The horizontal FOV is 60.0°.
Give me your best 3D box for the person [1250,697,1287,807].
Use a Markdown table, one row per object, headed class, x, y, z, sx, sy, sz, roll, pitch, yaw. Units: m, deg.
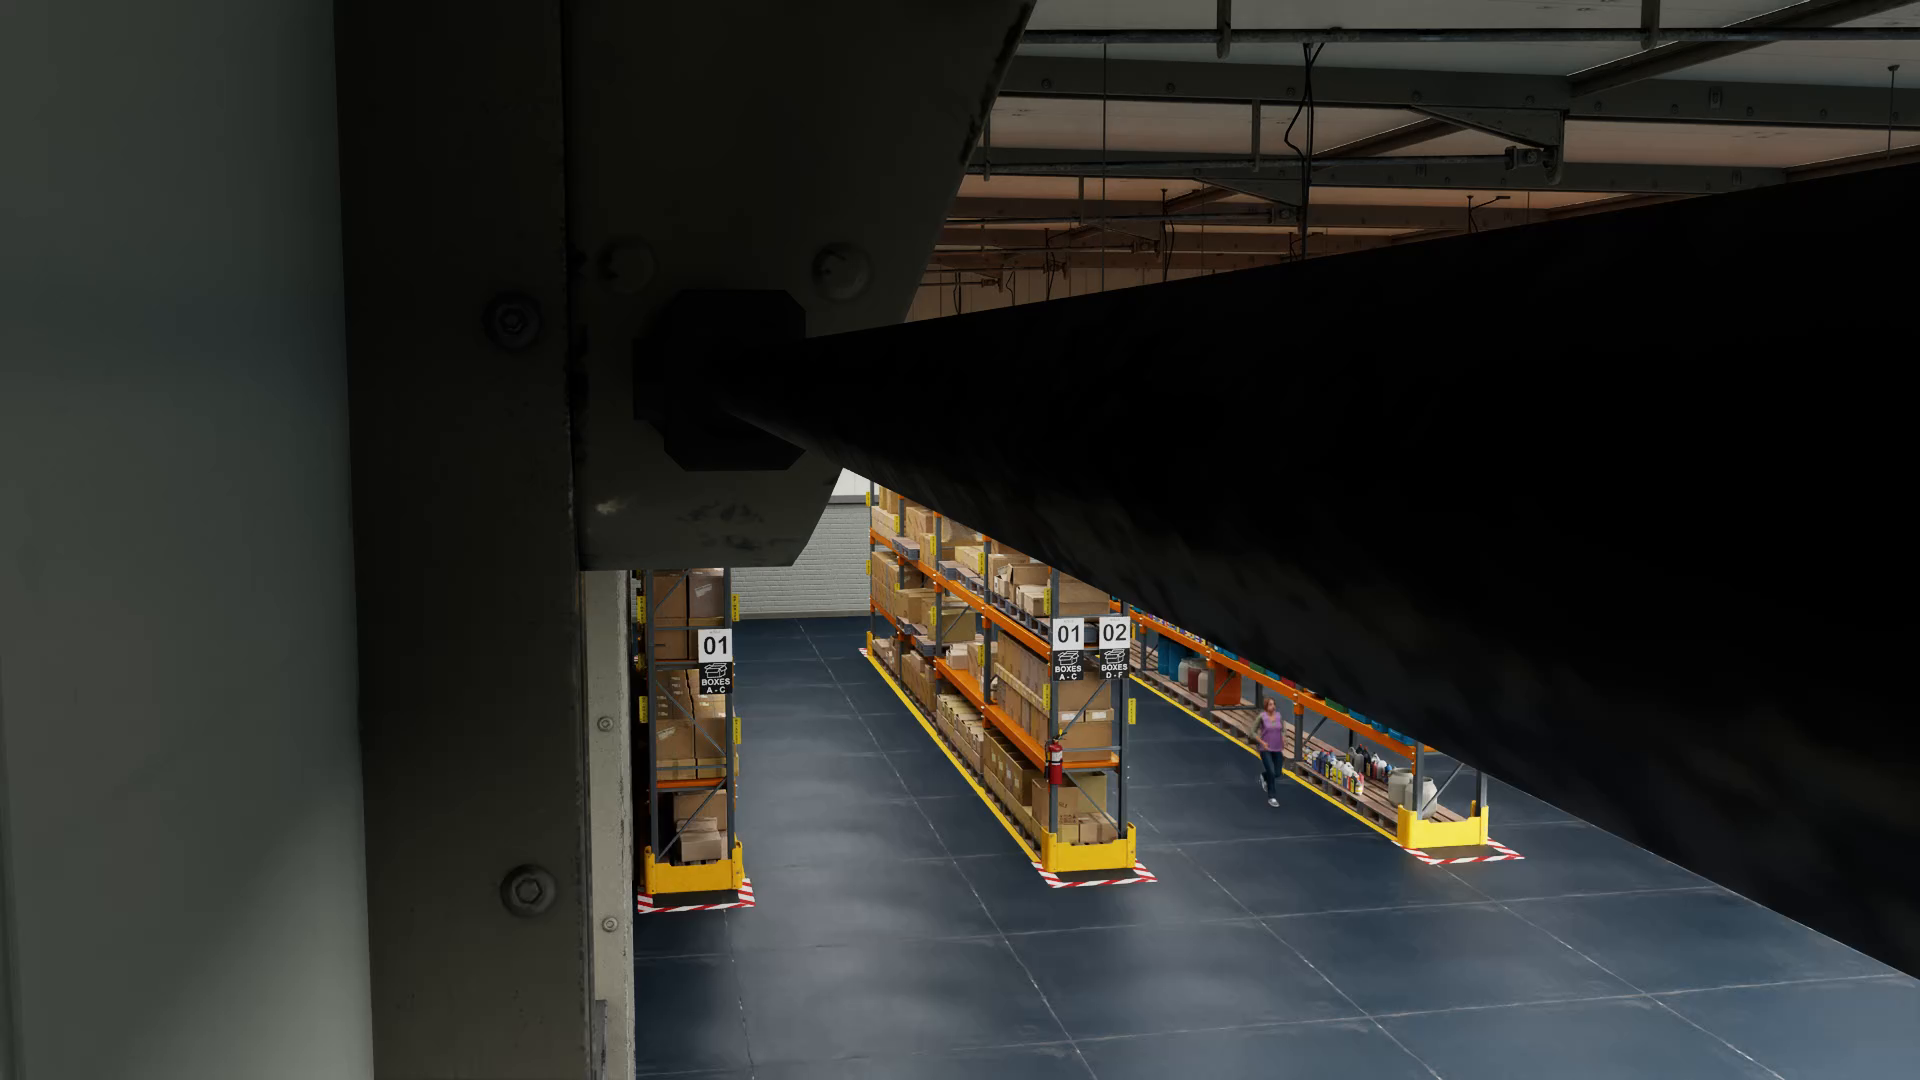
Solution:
| class | x | y | z | sx | sy | sz | roll | pitch | yaw |
| --- | --- | --- | --- | --- | --- | --- | --- | --- | --- |
| person | 4.463 | 3.046 | 24.113 | 0.555 | 1.556 | 0.637 | -1 | 6 | -14 |
